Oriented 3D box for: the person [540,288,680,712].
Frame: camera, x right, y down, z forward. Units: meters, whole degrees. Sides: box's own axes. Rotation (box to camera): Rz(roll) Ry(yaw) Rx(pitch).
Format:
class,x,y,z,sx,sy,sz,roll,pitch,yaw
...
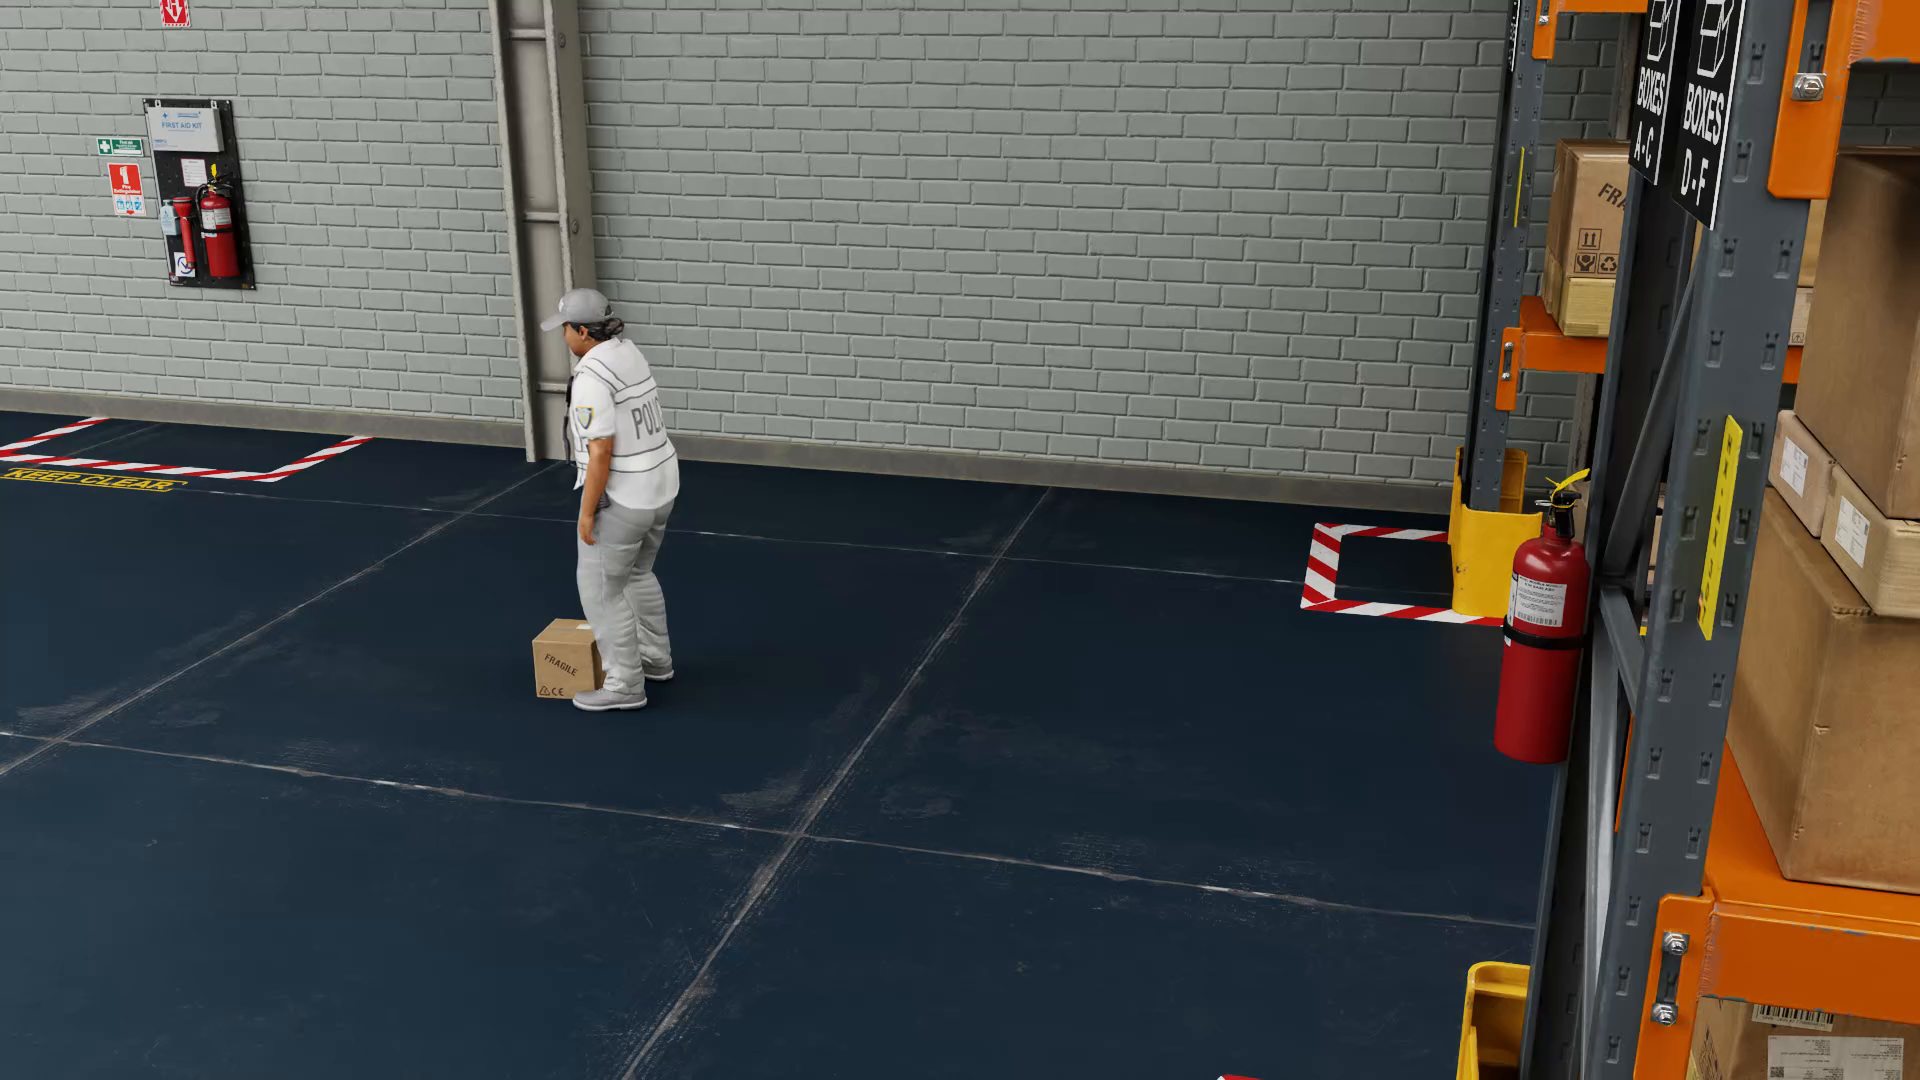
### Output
class,x,y,z,sx,sy,sz,roll,pitch,yaw
person,-1.358,-0.165,6.546,0.469,1.665,0.537,4,19,13
